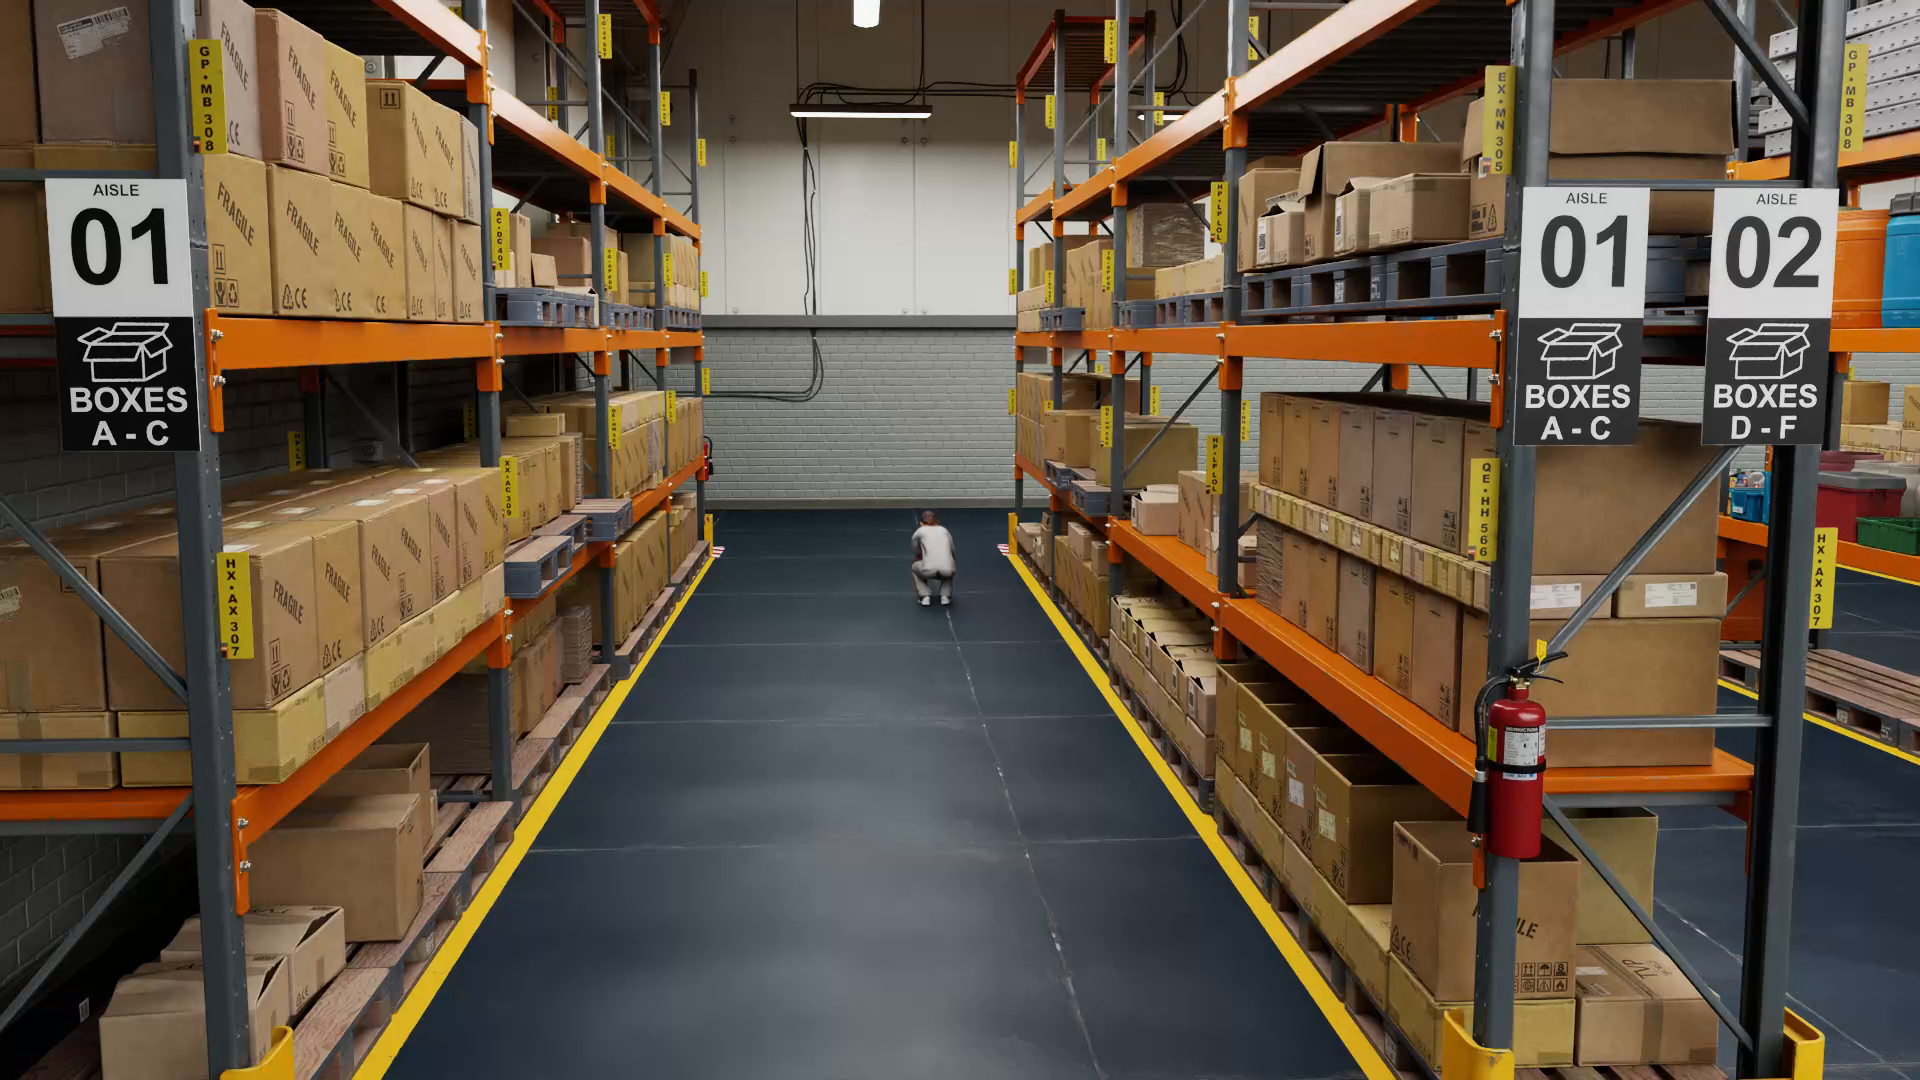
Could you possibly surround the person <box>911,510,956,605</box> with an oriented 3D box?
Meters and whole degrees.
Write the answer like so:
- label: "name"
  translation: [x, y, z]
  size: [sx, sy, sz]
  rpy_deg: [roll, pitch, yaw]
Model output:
- label: "person"
  translation: [-0.273, 0.181, 17.343]
  size: [0.467, 0.943, 0.807]
  rpy_deg: [-1, 7, -4]
